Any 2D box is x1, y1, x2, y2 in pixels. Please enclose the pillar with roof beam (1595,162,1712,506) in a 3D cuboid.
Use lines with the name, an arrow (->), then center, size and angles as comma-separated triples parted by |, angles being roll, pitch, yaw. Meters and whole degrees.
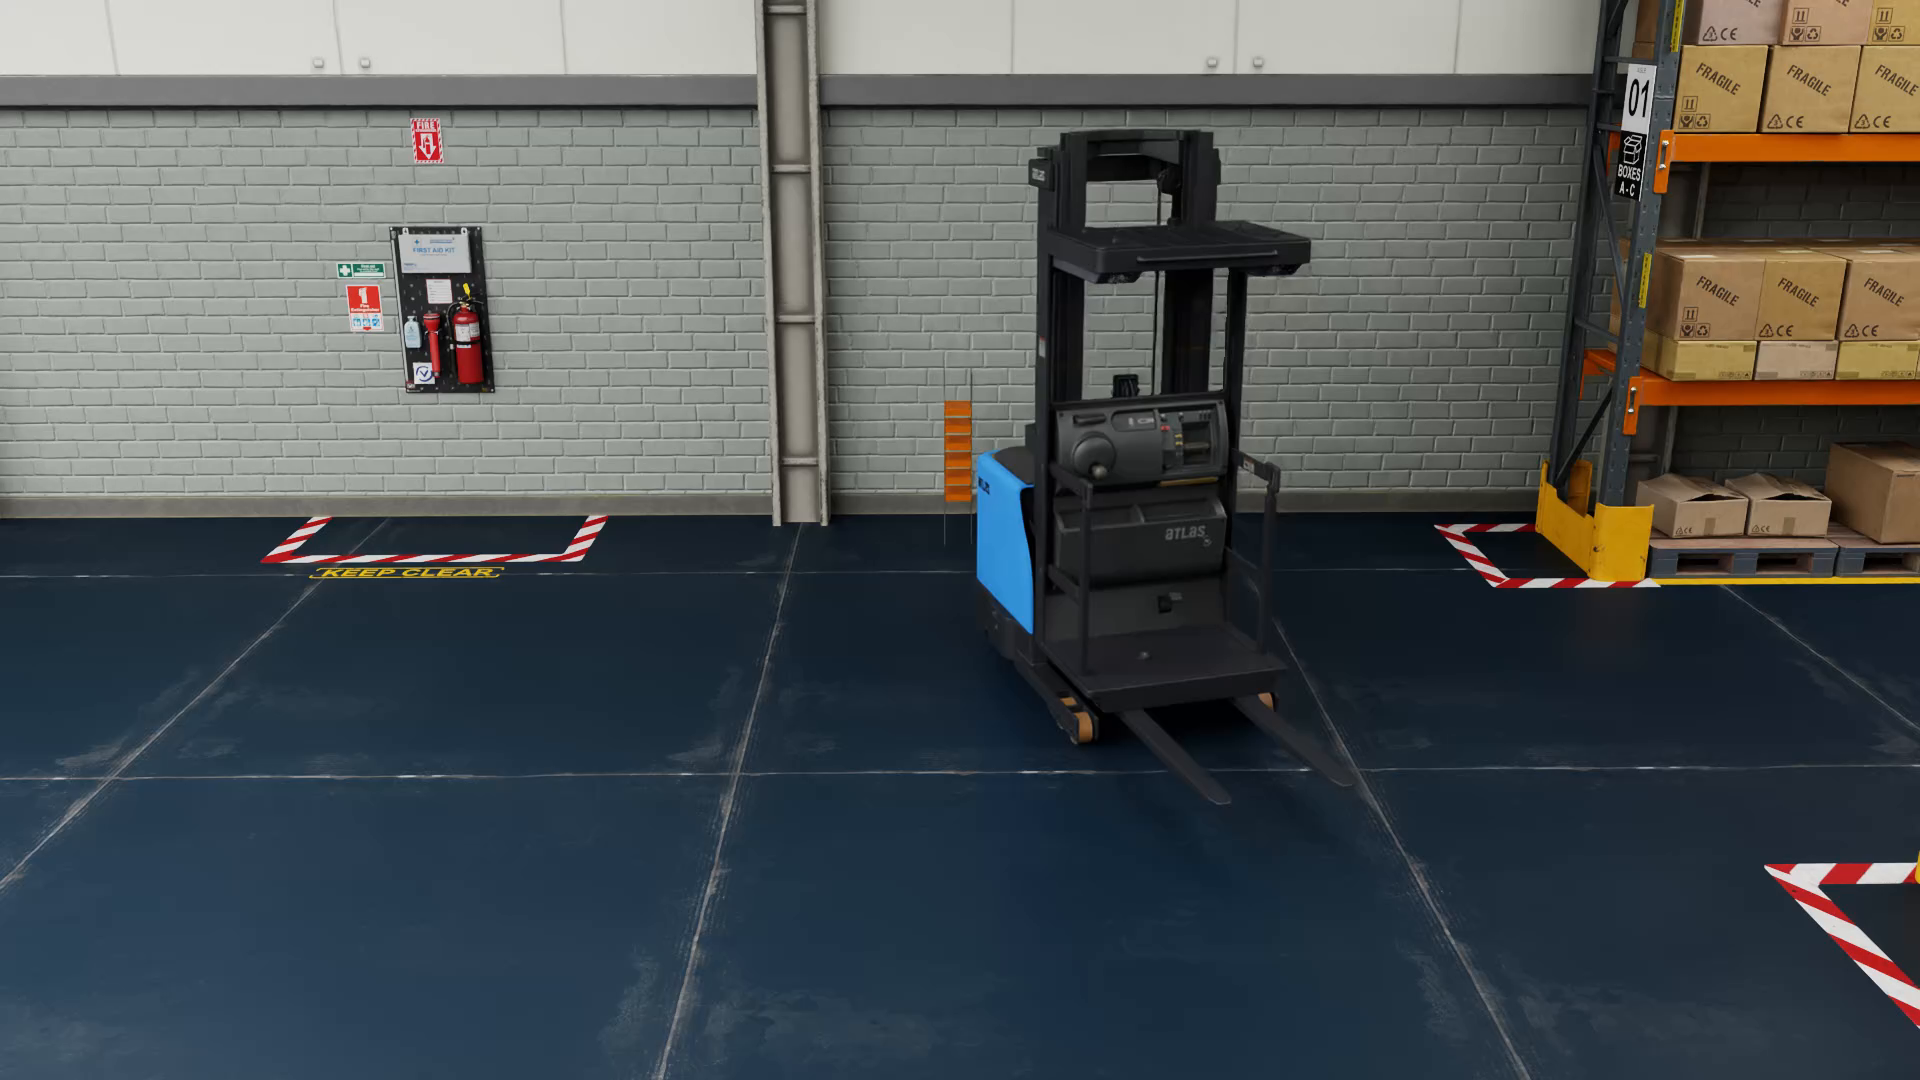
pillar with roof beam -> 4.929, -3.148, 6.629 | 0.400, 9.000, 9.100 | 0, 18, -1

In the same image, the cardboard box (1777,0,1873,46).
cardboard box -> 5.066, -3.215, 9.914 | 0.500, 0.500, 0.500 | 0, 18, -1

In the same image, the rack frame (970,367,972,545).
rack frame -> 0.077, -0.572, 11.365 | 0.006, 1.200, 0.240 | 0, 18, -1

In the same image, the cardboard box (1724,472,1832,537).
cardboard box -> 5.438, -0.246, 11.086 | 0.500, 0.311, 0.500 | 1, 18, 4

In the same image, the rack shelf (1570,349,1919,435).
rack shelf -> 6.174, -1.006, 10.950 | 4.000, 0.370, 1.077 | 0, 18, -1

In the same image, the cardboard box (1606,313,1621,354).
cardboard box -> 4.639, -1.338, 11.021 | 0.500, 0.250, 0.500 | 0, 18, 0

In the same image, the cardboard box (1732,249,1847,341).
cardboard box -> 5.151, -1.544, 10.434 | 0.500, 0.500, 0.500 | 0, 18, -1

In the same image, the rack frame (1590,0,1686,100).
rack frame -> 4.174, -4.195, 9.893 | 0.127, 3.000, 1.000 | 0, 18, -1

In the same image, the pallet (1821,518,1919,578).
pallet -> 6.280, -0.009, 11.231 | 1.213, 0.211, 1.003 | 0, 18, -1

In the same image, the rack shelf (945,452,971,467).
rack shelf -> -0.014, -0.529, 11.378 | 0.180, 0.103, 0.258 | 0, 18, -1

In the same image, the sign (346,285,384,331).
sign -> -4.165, -1.623, 11.637 | 0.234, 0.329, 0.001 | 0, 18, -1

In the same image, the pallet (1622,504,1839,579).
pallet -> 5.063, -0.004, 11.215 | 1.213, 0.211, 1.003 | 0, 18, -1

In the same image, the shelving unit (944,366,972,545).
shelving unit -> -0.014, -0.571, 11.364 | 0.189, 1.200, 0.258 | 0, 18, -1

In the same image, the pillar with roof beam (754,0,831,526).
pillar with roof beam -> -1.071, -3.119, 6.538 | 0.400, 9.000, 9.100 | 0, 18, -1

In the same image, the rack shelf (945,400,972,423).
rack shelf -> -0.014, -0.872, 11.268 | 0.180, 0.103, 0.258 | 0, 18, -1

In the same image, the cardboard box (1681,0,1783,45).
cardboard box -> 4.563, -3.228, 9.955 | 0.500, 0.500, 0.500 | -2, 18, -5

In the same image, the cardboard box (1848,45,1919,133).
cardboard box -> 5.569, -2.745, 10.086 | 0.500, 0.500, 0.500 | 1, 18, 2

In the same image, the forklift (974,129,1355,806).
forklift -> 1.001, -0.504, 8.320 | 1.130, 2.935, 3.031 | -5, 19, -16

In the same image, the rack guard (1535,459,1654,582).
rack guard -> 4.250, -0.149, 11.193 | 0.348, 0.500, 1.175 | 0, 18, -1

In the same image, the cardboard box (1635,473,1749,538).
cardboard box -> 4.868, -0.244, 11.078 | 0.500, 0.311, 0.500 | -2, 18, -7

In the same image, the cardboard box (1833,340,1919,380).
cardboard box -> 5.696, -1.190, 10.558 | 0.500, 0.250, 0.500 | -1, 18, -2

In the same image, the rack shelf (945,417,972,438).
rack shelf -> -0.014, -0.757, 11.304 | 0.180, 0.103, 0.258 | 0, 18, -1

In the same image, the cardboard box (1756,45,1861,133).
cardboard box -> 5.050, -2.741, 10.074 | 0.500, 0.500, 0.500 | 1, 18, 3

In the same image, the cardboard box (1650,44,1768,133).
cardboard box -> 4.513, -2.749, 10.100 | 0.500, 0.500, 0.500 | 0, 18, 1

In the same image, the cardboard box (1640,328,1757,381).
cardboard box -> 4.667, -1.182, 10.534 | 0.500, 0.250, 0.500 | -1, 18, -2

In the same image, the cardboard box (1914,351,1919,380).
cardboard box -> 6.201, -1.191, 10.563 | 0.500, 0.250, 0.500 | 0, 18, 0

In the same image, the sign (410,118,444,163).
sign -> -3.620, -2.711, 11.293 | 0.199, 0.298, 0.001 | 0, 18, -1

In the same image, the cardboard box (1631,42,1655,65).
cardboard box -> 4.588, -2.903, 10.580 | 0.500, 0.500, 0.500 | 1, 18, 3

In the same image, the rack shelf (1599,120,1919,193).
rack shelf -> 6.174, -2.434, 10.491 | 4.000, 0.370, 1.077 | 0, 18, -1

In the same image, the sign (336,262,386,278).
sign -> -4.160, -1.872, 11.548 | 0.331, 0.109, 0.001 | 0, 18, -1

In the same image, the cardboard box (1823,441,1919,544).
cardboard box -> 6.172, -0.325, 11.021 | 0.500, 0.500, 0.700 | -1, 18, -4

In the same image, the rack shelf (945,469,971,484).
rack shelf -> -0.014, -0.415, 11.414 | 0.180, 0.103, 0.258 | 0, 18, -1

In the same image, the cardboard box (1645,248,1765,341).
cardboard box -> 4.656, -1.544, 10.436 | 0.500, 0.500, 0.500 | 0, 18, -1

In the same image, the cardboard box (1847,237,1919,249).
cardboard box -> 6.166, -1.707, 10.942 | 0.500, 0.500, 0.500 | 0, 18, 0

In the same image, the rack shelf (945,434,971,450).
rack shelf -> -0.014, -0.643, 11.341 | 0.180, 0.103, 0.258 | 0, 18, -1

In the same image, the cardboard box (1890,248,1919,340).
cardboard box -> 6.183, -1.550, 10.455 | 0.500, 0.500, 0.500 | 0, 18, 1

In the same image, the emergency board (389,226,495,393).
emergency board -> -3.610, -1.577, 11.553 | 0.643, 1.169, 0.194 | 0, 18, -1

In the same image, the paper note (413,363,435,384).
paper note -> -3.788, -1.178, 11.750 | 0.142, 0.148, 0.016 | 0, 18, -1

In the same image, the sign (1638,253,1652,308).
sign -> 4.183, -1.585, 10.161 | 0.005, 0.325, 0.100 | 0, 18, -1

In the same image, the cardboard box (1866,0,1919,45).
cardboard box -> 5.578, -3.221, 9.933 | 0.500, 0.500, 0.500 | 0, 18, 1

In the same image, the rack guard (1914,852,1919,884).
rack guard -> 4.232, 1.365, 6.475 | 0.348, 0.500, 1.175 | 0, 18, -1

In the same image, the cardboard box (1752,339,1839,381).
cardboard box -> 5.186, -1.189, 10.556 | 0.500, 0.250, 0.500 | -1, 18, -3

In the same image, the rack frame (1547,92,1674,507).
rack frame -> 4.174, -1.339, 10.810 | 0.127, 3.000, 1.000 | 0, 18, -1

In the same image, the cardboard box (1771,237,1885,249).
cardboard box -> 5.663, -1.704, 10.934 | 0.500, 0.500, 0.500 | -1, 18, -2

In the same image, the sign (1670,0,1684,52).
sign -> 4.183, -3.017, 9.701 | 0.005, 0.325, 0.100 | 0, 18, -1

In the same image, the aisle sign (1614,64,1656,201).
aisle sign -> 4.107, -2.484, 10.126 | 0.004, 0.787, 0.394 | 0, 18, -1

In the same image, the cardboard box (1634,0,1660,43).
cardboard box -> 4.601, -3.382, 10.436 | 0.500, 0.500, 0.500 | 1, 18, 2

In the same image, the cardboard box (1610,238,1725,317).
cardboard box -> 4.642, -1.701, 10.924 | 0.500, 0.500, 0.500 | 0, 18, -1

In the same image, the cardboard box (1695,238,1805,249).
cardboard box -> 5.146, -1.700, 10.923 | 0.500, 0.500, 0.500 | 0, 18, 0

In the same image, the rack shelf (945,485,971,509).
rack shelf -> -0.014, -0.300, 11.451 | 0.180, 0.103, 0.258 | 0, 18, -1

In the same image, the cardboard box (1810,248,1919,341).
cardboard box -> 5.667, -1.544, 10.436 | 0.500, 0.500, 0.500 | -1, 18, -3
